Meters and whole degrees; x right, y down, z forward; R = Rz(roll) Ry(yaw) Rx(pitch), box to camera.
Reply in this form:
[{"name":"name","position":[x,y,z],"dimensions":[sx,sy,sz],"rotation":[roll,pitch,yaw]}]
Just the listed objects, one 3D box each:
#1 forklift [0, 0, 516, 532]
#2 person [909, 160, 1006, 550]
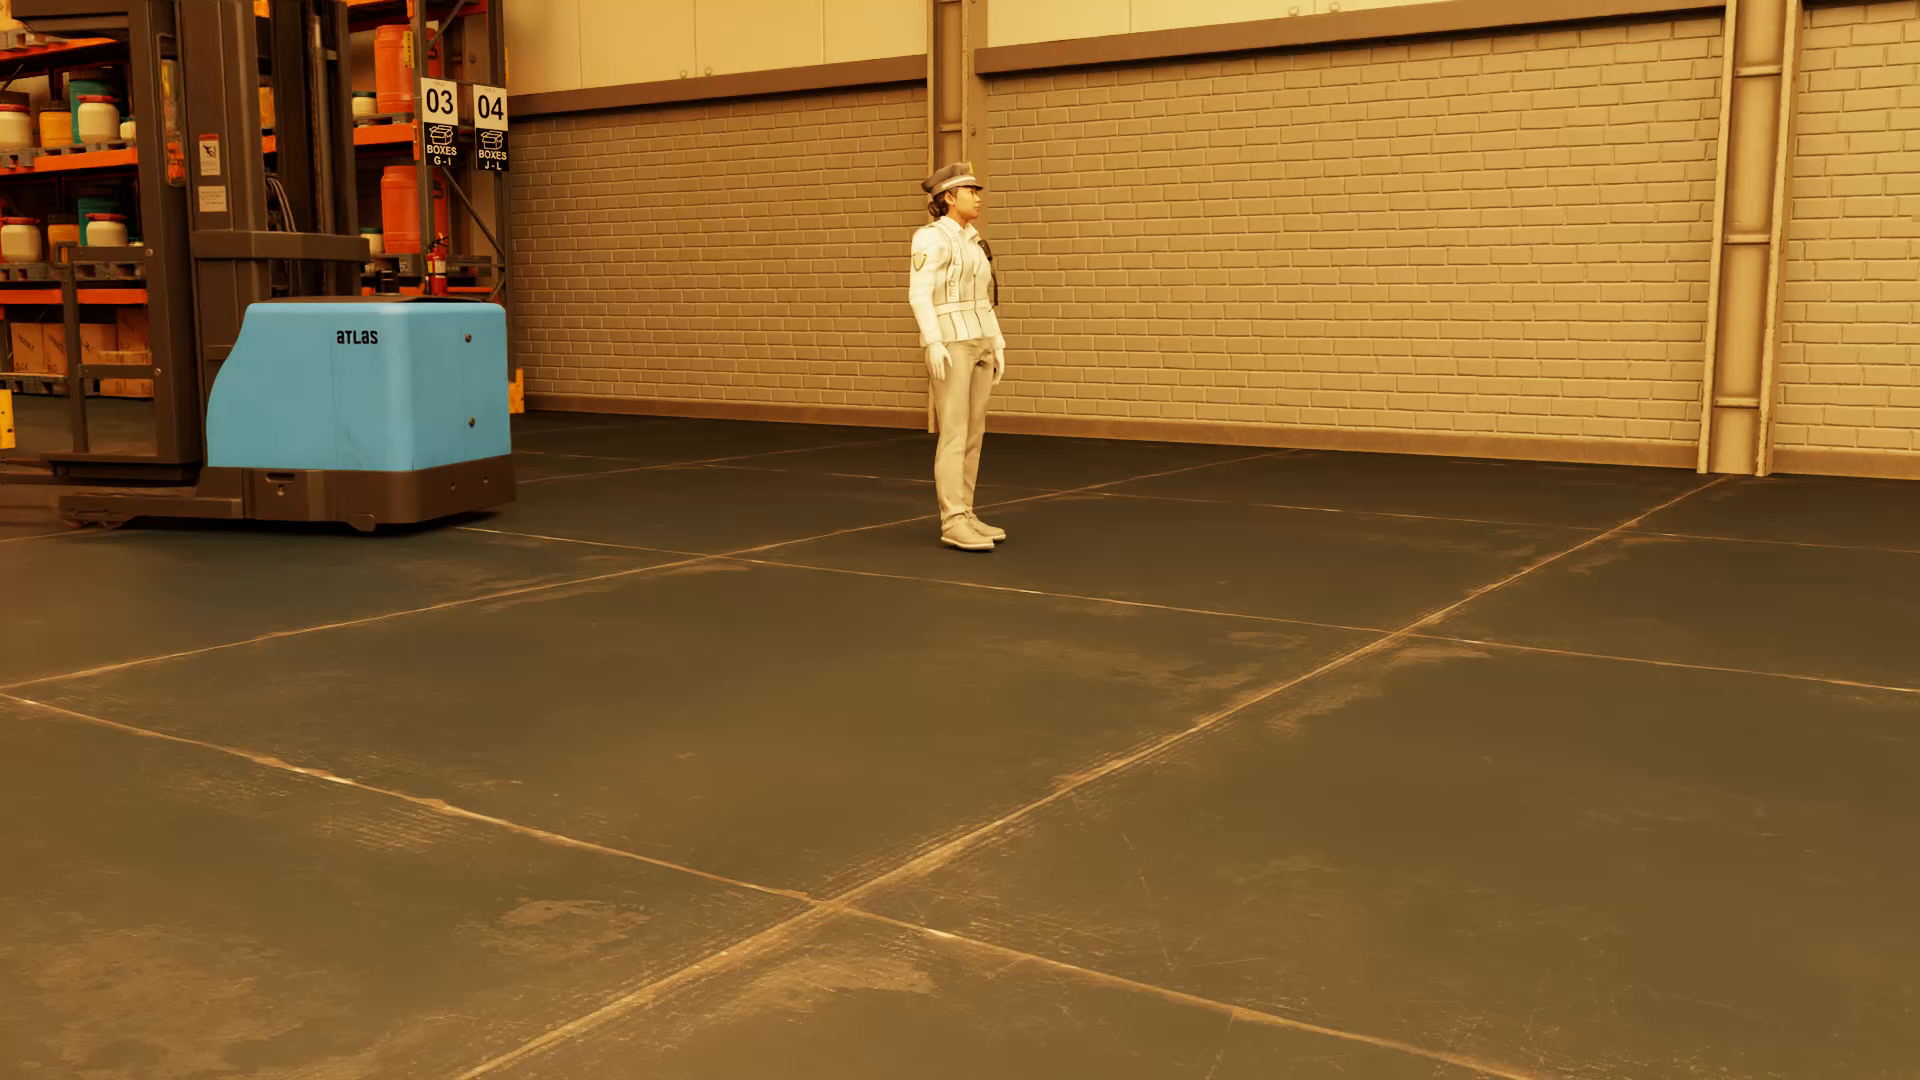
[{"name":"forklift","position":[-3.850,-1.574,8.259],"dimensions":[3.031,2.935,1.130],"rotation":[2,8,14]},{"name":"person","position":[0.053,-0.840,7.440],"dimensions":[0.531,1.695,0.588],"rotation":[5,10,34]}]
